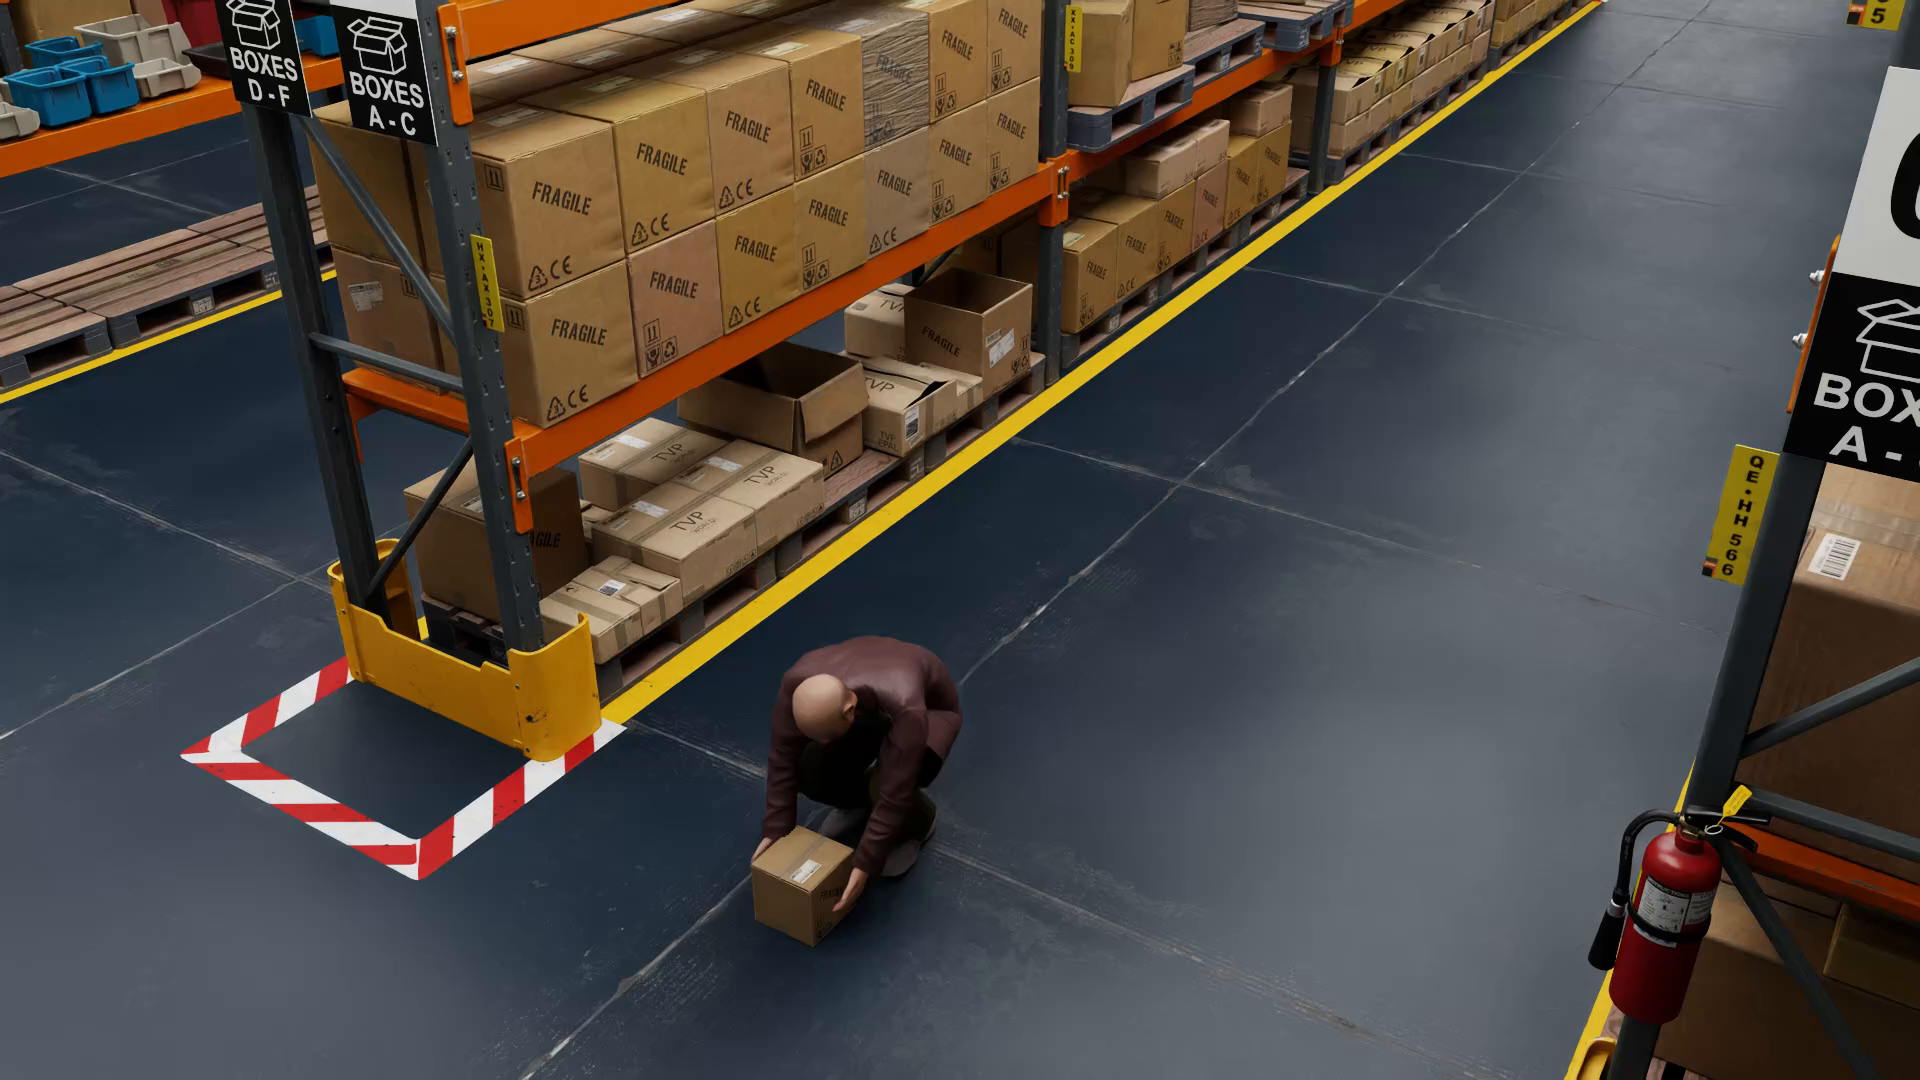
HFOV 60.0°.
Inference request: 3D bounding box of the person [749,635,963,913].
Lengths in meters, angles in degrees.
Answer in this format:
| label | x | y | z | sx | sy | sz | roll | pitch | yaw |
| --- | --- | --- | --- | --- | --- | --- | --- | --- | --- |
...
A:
| label | x | y | z | sx | sy | sz | roll | pitch | yaw |
| --- | --- | --- | --- | --- | --- | --- | --- | --- | --- |
| person | -0.326 | 0.712 | 5.737 | 0.596 | 0.955 | 0.900 | 17 | 34 | 27 |
